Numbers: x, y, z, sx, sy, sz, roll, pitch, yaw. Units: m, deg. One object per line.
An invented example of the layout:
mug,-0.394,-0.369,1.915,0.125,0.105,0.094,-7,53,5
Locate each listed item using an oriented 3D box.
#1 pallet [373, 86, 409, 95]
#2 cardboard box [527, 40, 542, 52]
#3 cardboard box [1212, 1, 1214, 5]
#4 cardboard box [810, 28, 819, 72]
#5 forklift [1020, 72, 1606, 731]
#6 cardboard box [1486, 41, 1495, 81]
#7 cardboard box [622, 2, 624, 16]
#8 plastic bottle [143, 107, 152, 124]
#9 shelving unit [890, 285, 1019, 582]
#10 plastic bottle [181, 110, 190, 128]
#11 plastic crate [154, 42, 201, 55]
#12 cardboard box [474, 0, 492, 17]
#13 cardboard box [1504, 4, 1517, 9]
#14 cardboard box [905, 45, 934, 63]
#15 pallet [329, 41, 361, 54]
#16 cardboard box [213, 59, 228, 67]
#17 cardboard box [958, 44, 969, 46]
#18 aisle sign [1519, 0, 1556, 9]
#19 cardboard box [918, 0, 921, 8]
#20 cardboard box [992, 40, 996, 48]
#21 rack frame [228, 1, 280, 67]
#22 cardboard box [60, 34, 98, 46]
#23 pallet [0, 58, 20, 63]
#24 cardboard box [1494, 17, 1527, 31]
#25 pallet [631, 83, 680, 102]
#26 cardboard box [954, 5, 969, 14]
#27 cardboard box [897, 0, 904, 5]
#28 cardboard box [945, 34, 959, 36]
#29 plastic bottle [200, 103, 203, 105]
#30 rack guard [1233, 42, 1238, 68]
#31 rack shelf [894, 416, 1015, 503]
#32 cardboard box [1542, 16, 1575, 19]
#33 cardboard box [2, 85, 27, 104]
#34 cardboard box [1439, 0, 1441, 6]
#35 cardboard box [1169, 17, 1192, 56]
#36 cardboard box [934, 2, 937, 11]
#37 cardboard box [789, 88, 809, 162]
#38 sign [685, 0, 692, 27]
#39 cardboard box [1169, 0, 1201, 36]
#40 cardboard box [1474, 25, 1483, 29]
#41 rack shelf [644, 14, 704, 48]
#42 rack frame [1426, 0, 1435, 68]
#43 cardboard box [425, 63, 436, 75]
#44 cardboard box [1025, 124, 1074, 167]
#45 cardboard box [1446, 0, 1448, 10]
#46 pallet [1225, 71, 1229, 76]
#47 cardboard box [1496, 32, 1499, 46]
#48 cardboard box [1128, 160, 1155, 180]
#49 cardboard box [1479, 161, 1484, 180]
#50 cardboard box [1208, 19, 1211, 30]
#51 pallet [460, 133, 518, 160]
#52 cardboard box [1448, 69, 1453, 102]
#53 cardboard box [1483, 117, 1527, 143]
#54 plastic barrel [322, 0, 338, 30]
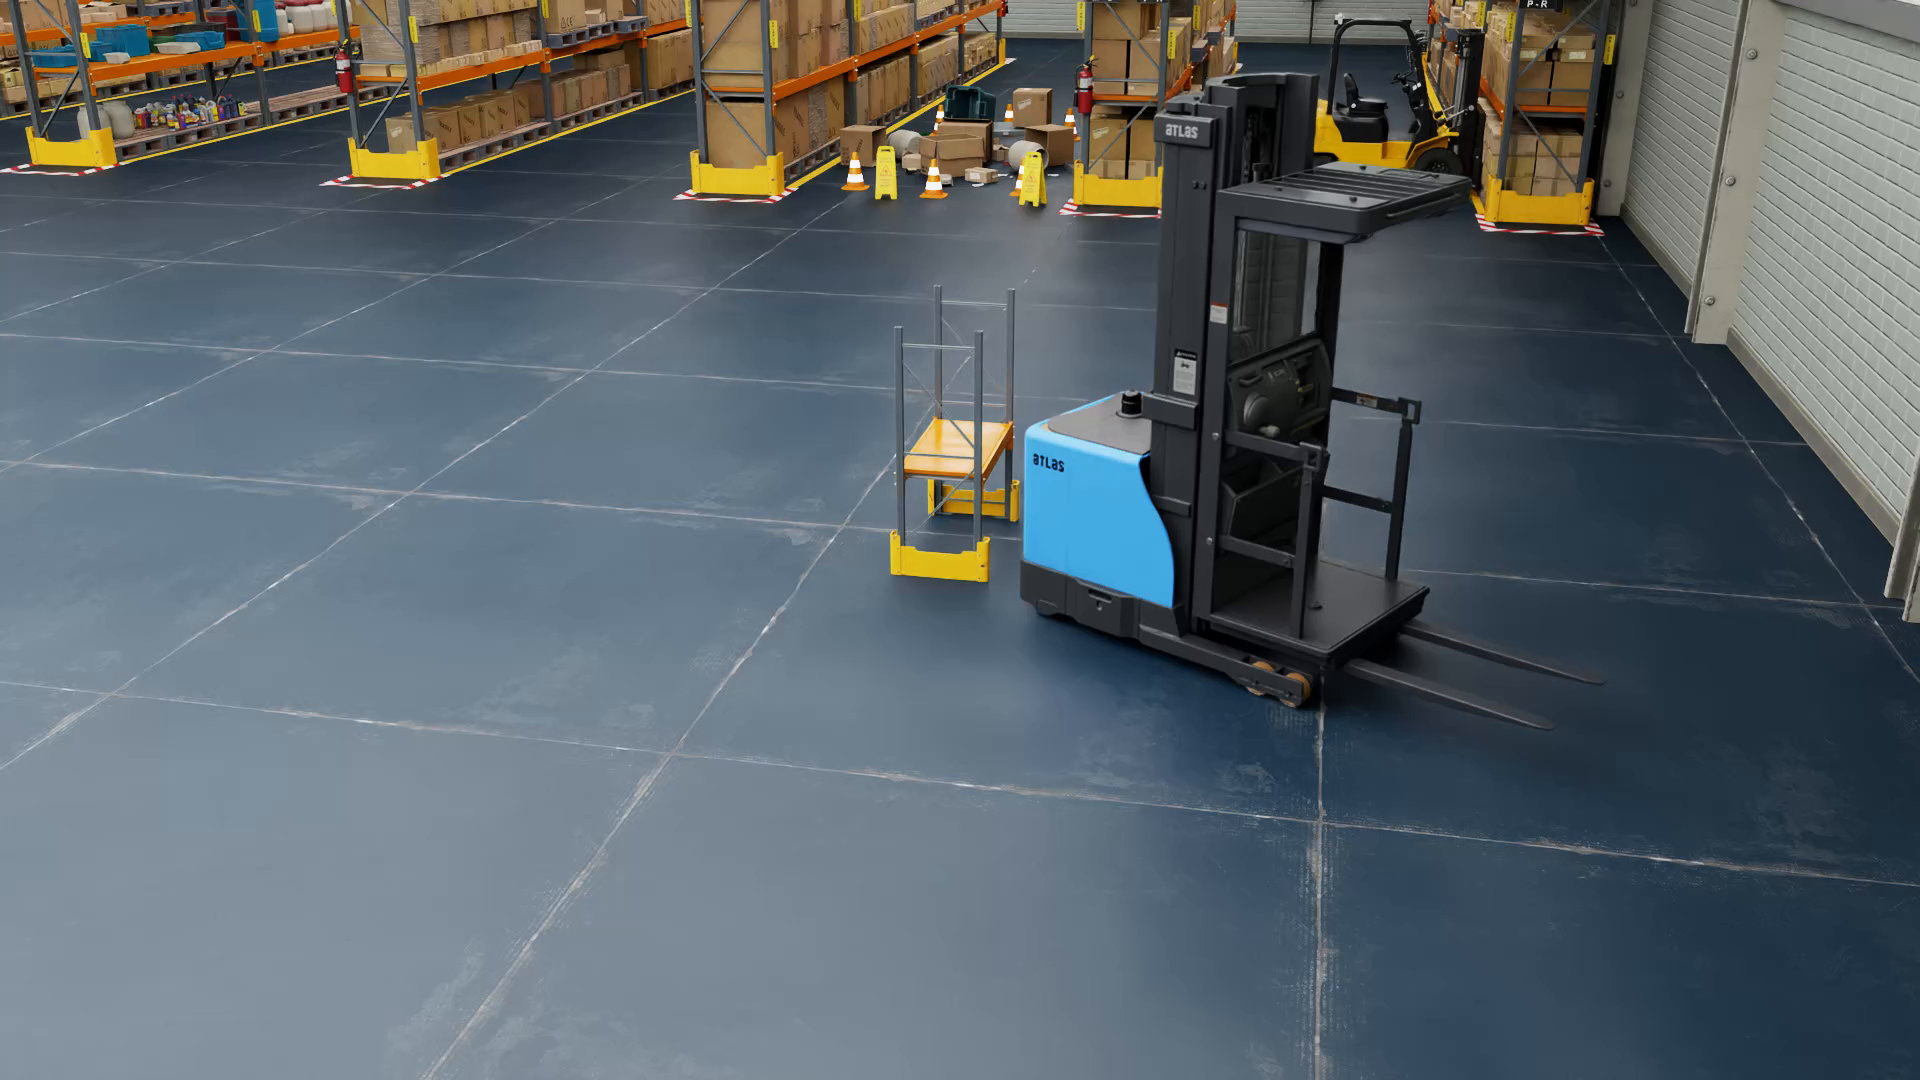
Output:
pallet,-10.799,-8.635,31.512,1.003,0.211,1.213,4,22,11
cardboard box,-6.642,-7.579,25.494,0.380,0.149,0.250,4,22,11
cardboard box,3.972,-9.176,27.651,0.500,0.500,0.500,4,22,9
cardboard box,-2.440,-6.723,22.830,0.875,0.550,0.500,4,22,11
forklift,1.779,-0.750,8.292,3.031,2.935,1.130,18,28,38
cardboard box,7.137,-6.191,21.578,0.500,0.500,0.500,4,22,10
cardboard box,-6.141,-9.300,28.735,0.500,0.500,0.500,2,22,4
plastic bottle,-12.499,-6.498,25.530,0.152,0.276,0.135,4,22,9
shelving unit,-0.016,-0.668,10.004,0.587,1.500,1.083,4,22,11
plastic bottle,-11.806,-6.415,25.329,0.097,0.271,0.097,0,22,0
plastic crate,-11.818,-7.439,25.162,0.530,0.136,0.437,4,22,11
cardboard box,-7.018,-7.711,23.615,0.500,0.500,0.500,4,22,11
cardboard box,8.567,-8.146,25.562,0.380,0.149,0.250,4,22,11
cardboard box,-0.754,-8.647,29.589,0.500,0.250,0.500,4,22,10
pallet,-14.312,-11.329,38.201,1.003,0.211,1.213,4,22,11
cardboard box,-15.084,-9.772,33.359,0.500,0.500,0.500,4,22,9
cardboard box,-0.028,-9.759,33.027,0.380,0.149,0.250,4,22,10
aisle sign,6.558,-6.406,18.764,0.394,0.787,0.004,4,22,11
cardboard box,-0.886,-9.322,28.860,0.380,0.149,0.250,6,23,13
cardboard box,0.569,-10.566,35.430,0.380,0.149,0.250,4,22,9
rack frame,-14.951,-11.479,34.841,1.000,3.000,0.127,4,22,11
cardboard box,-19.548,-11.156,36.823,0.700,0.500,0.500,5,22,12
pallet,-20.131,-9.827,34.470,1.003,0.211,1.213,4,22,11
cardboard box,7.132,-6.676,21.514,0.380,0.149,0.250,4,22,10
pallet,-5.835,-8.249,30.553,1.003,0.211,1.213,4,22,11
cardboard box,-0.041,-10.270,32.174,0.380,0.149,0.250,5,23,13
cardboard box,-1.336,-9.191,27.688,0.700,0.500,0.500,4,22,11
cardboard box,-0.157,-10.561,35.018,0.380,0.149,0.250,4,22,11
plastic bottle,-11.795,-6.671,25.950,0.061,0.283,0.133,4,22,11
rack guard,5.269,-10.279,35.208,1.175,0.500,0.348,4,22,11
rack shelf,-0.017,-0.498,10.063,0.538,0.185,1.000,4,22,11
cardboard box,7.784,-6.727,21.642,0.380,0.149,0.250,4,22,10
cardboard box,-16.258,-7.601,28.331,0.500,0.250,0.500,4,22,10
cardboard box,9.375,-10.229,31.540,0.500,0.250,0.500,4,22,11
cardboard box,2.968,-7.044,23.297,0.500,0.500,0.500,4,22,10
cardboard box,-0.623,-9.651,30.077,0.380,0.149,0.250,4,22,9
cardboard box,-2.616,-5.703,22.781,0.875,0.875,0.875,4,22,10
sign,-3.396,-6.612,20.890,0.100,0.325,0.005,4,22,11
cardboard box,3.192,-7.570,24.041,0.500,0.500,0.500,5,22,12
cardboard box,7.623,-7.215,23.783,0.500,0.250,0.500,4,22,10
rack shelf,-5.662,-9.658,31.281,1.077,0.370,4.000,4,22,11
rack frame,10.124,-11.053,33.783,1.000,3.000,0.127,4,22,11
cardboard box,-7.341,-6.393,22.550,0.380,0.149,0.250,4,22,11
cardboard box,1.265,-5.595,23.573,0.500,0.500,0.500,-16,27,-35
cardboard box,8.649,-9.244,28.908,0.396,0.266,0.258,6,23,14
pallet,4.680,-8.946,32.283,1.003,0.211,1.213,4,22,11
cardboard box,7.018,-6.351,21.106,0.380,0.149,0.250,4,22,10
cardboard box,2.435,-4.772,21.305,0.500,0.250,0.500,4,22,10
cardboard box,6.867,-4.680,21.078,0.500,0.250,0.500,5,22,11
cardboard box,3.804,-8.246,26.586,0.380,0.149,0.250,4,22,10
pallet,-7.235,-5.808,24.491,1.003,0.211,1.213,4,22,11
cardboard box,8.584,-7.707,28.260,0.500,0.500,0.500,5,23,13
cardboard box,6.839,-5.149,20.904,0.500,0.250,0.500,5,22,12
plastic barrel,-11.005,-9.143,28.890,0.421,0.512,0.421,0,22,0
